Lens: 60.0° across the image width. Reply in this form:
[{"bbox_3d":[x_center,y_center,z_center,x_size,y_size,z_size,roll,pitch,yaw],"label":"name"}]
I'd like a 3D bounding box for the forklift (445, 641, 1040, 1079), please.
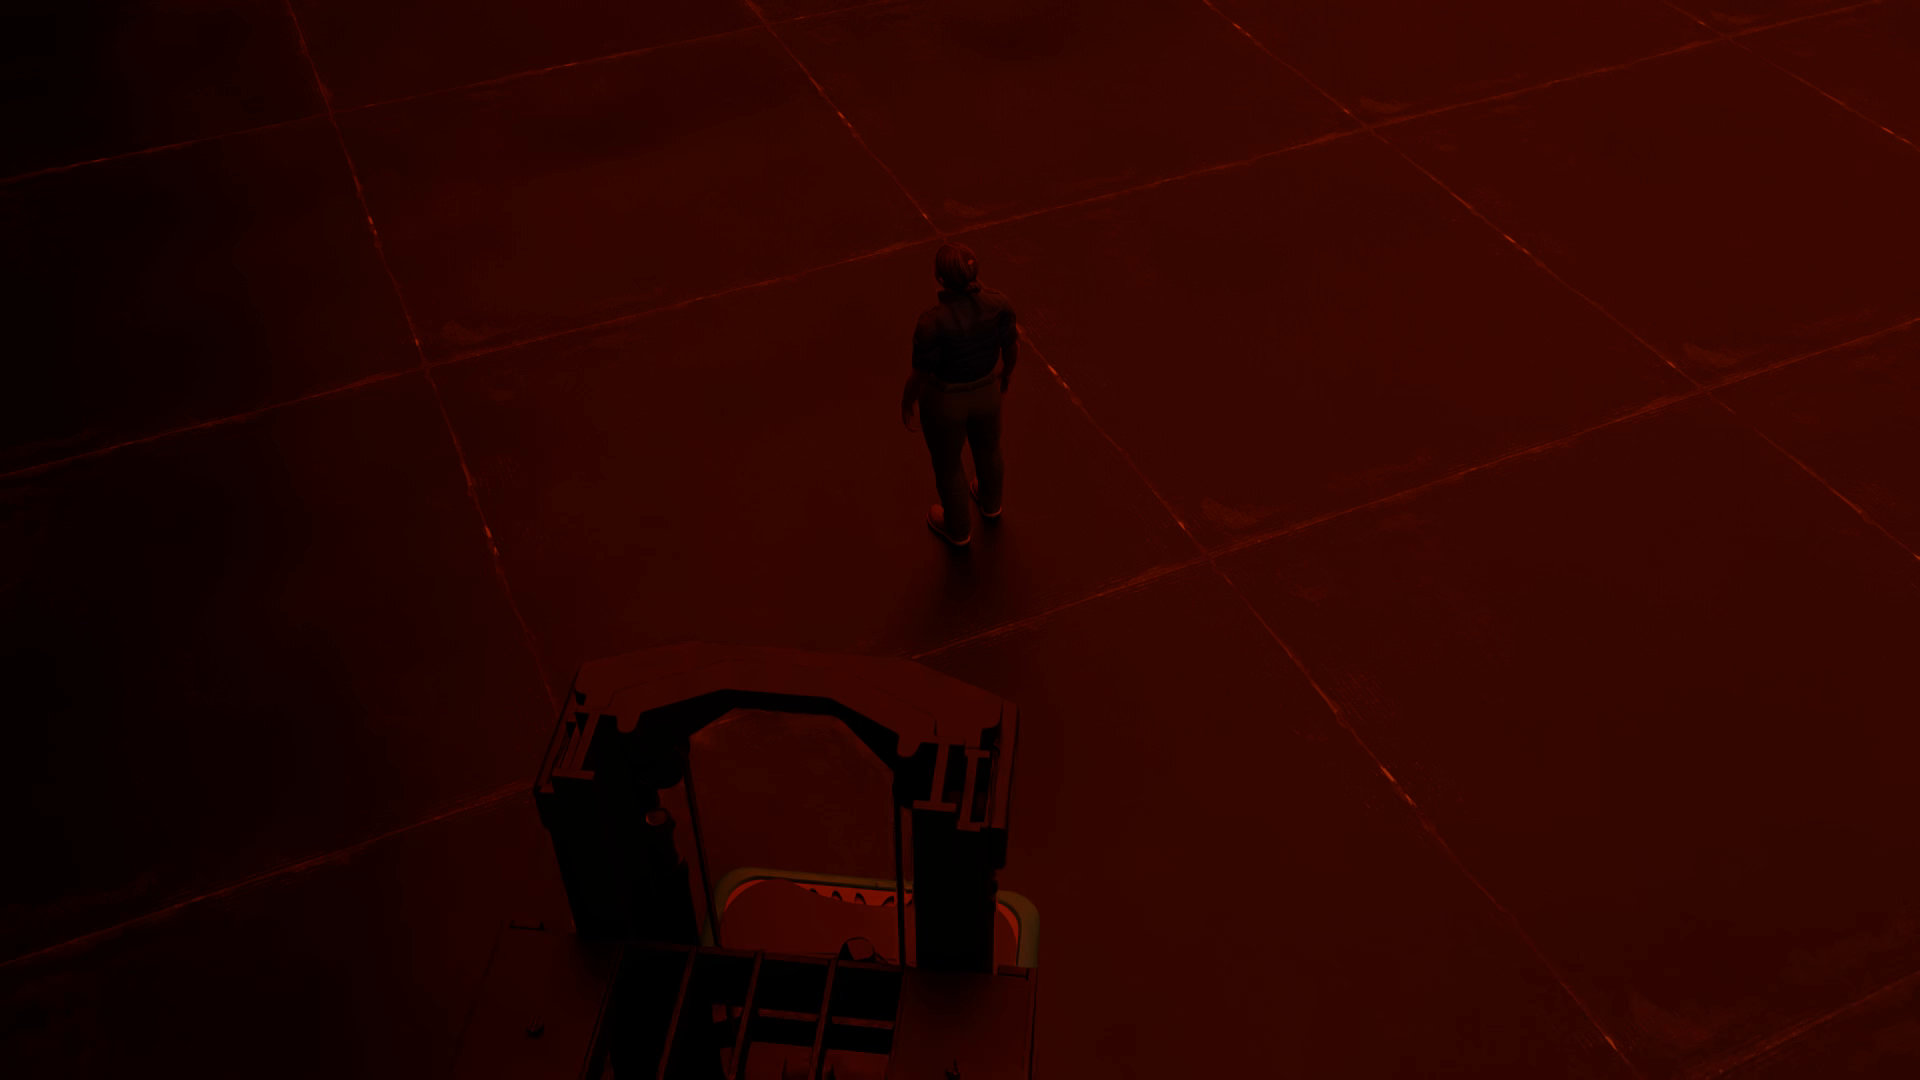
[{"bbox_3d":[-0.418,1.761,3.793,1.130,2.935,3.031,4,43,5],"label":"forklift"}]

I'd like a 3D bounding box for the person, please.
[{"bbox_3d":[-0.019,-0.670,7.323,0.569,1.654,0.504,-18,46,-18],"label":"person"}]
